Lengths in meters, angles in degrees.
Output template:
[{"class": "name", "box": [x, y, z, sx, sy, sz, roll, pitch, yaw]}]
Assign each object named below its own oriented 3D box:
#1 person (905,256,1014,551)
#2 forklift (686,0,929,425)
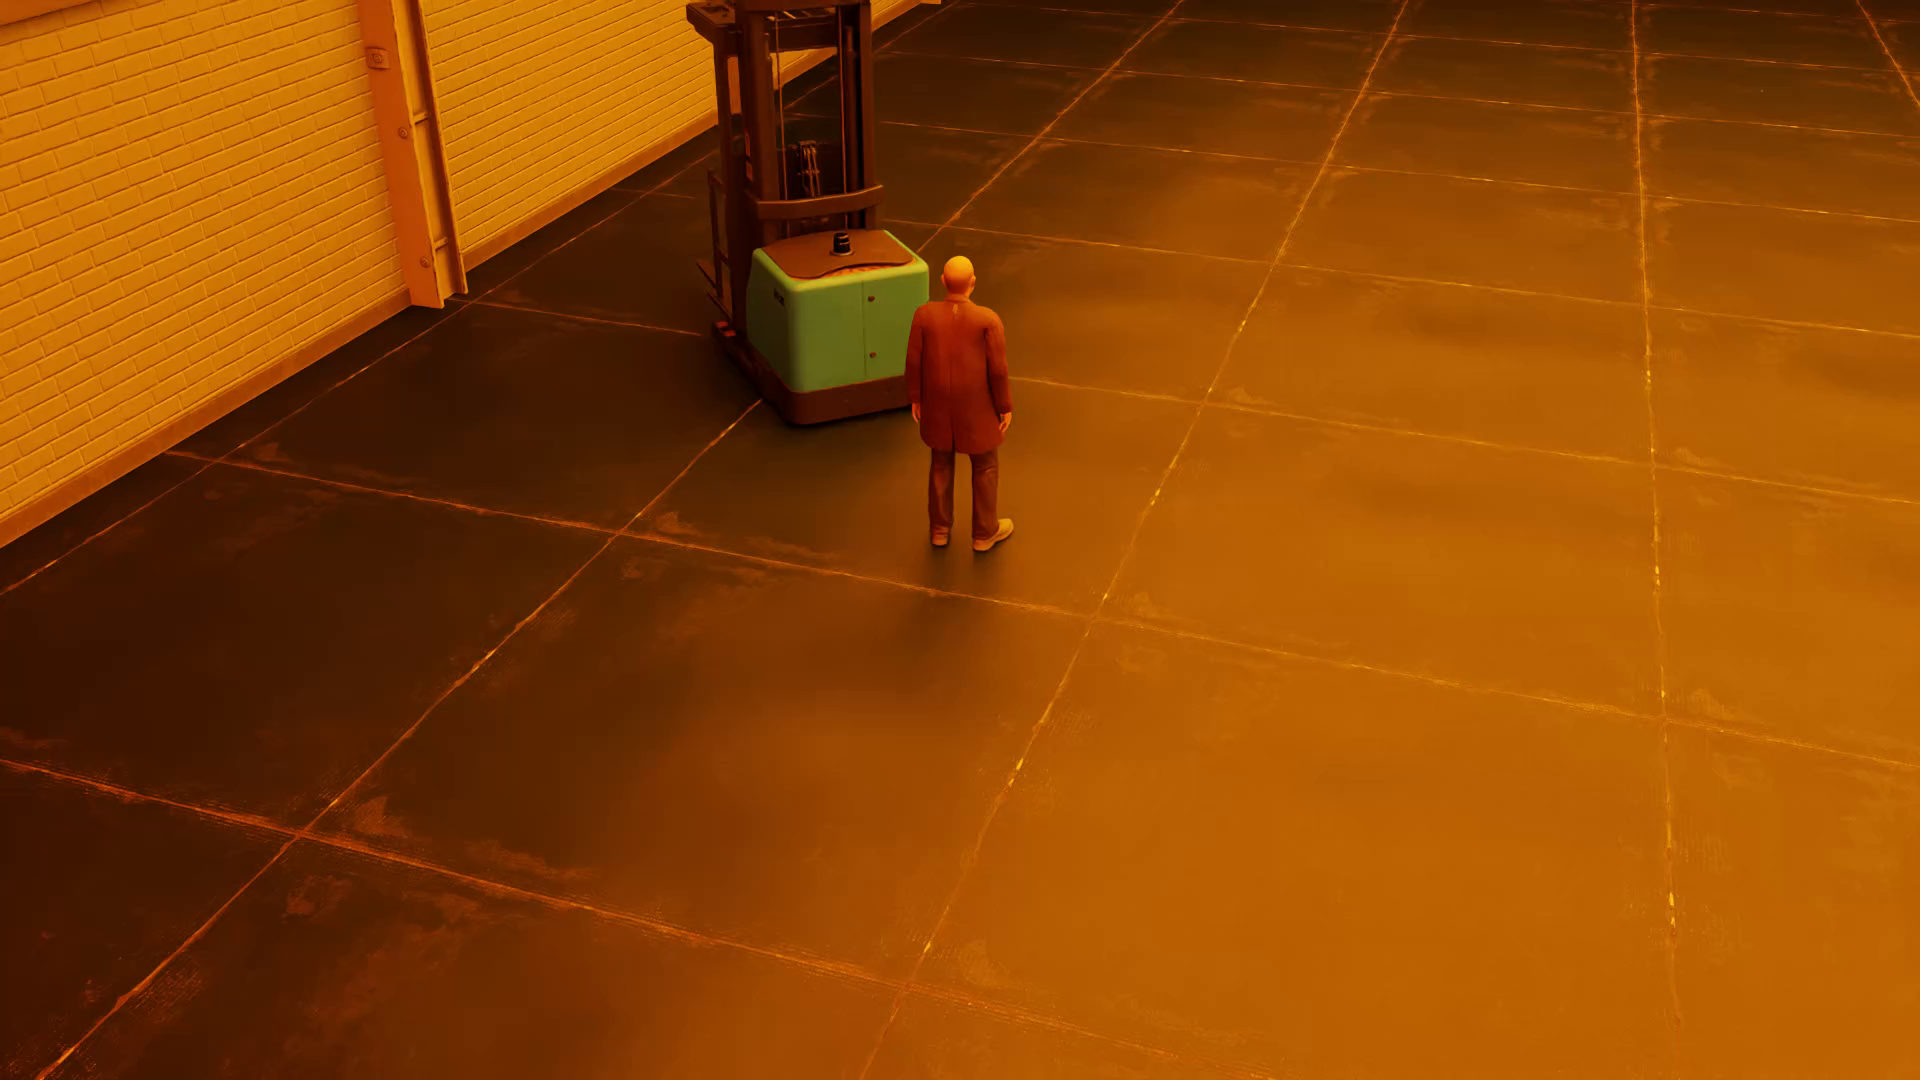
[{"class": "person", "box": [0.001, -0.787, 9.686, 0.644, 1.773, 0.431, 9, 31, 15]}, {"class": "forklift", "box": [-1.253, -2.770, 11.995, 1.130, 2.935, 3.031, -12, 32, -21]}]
